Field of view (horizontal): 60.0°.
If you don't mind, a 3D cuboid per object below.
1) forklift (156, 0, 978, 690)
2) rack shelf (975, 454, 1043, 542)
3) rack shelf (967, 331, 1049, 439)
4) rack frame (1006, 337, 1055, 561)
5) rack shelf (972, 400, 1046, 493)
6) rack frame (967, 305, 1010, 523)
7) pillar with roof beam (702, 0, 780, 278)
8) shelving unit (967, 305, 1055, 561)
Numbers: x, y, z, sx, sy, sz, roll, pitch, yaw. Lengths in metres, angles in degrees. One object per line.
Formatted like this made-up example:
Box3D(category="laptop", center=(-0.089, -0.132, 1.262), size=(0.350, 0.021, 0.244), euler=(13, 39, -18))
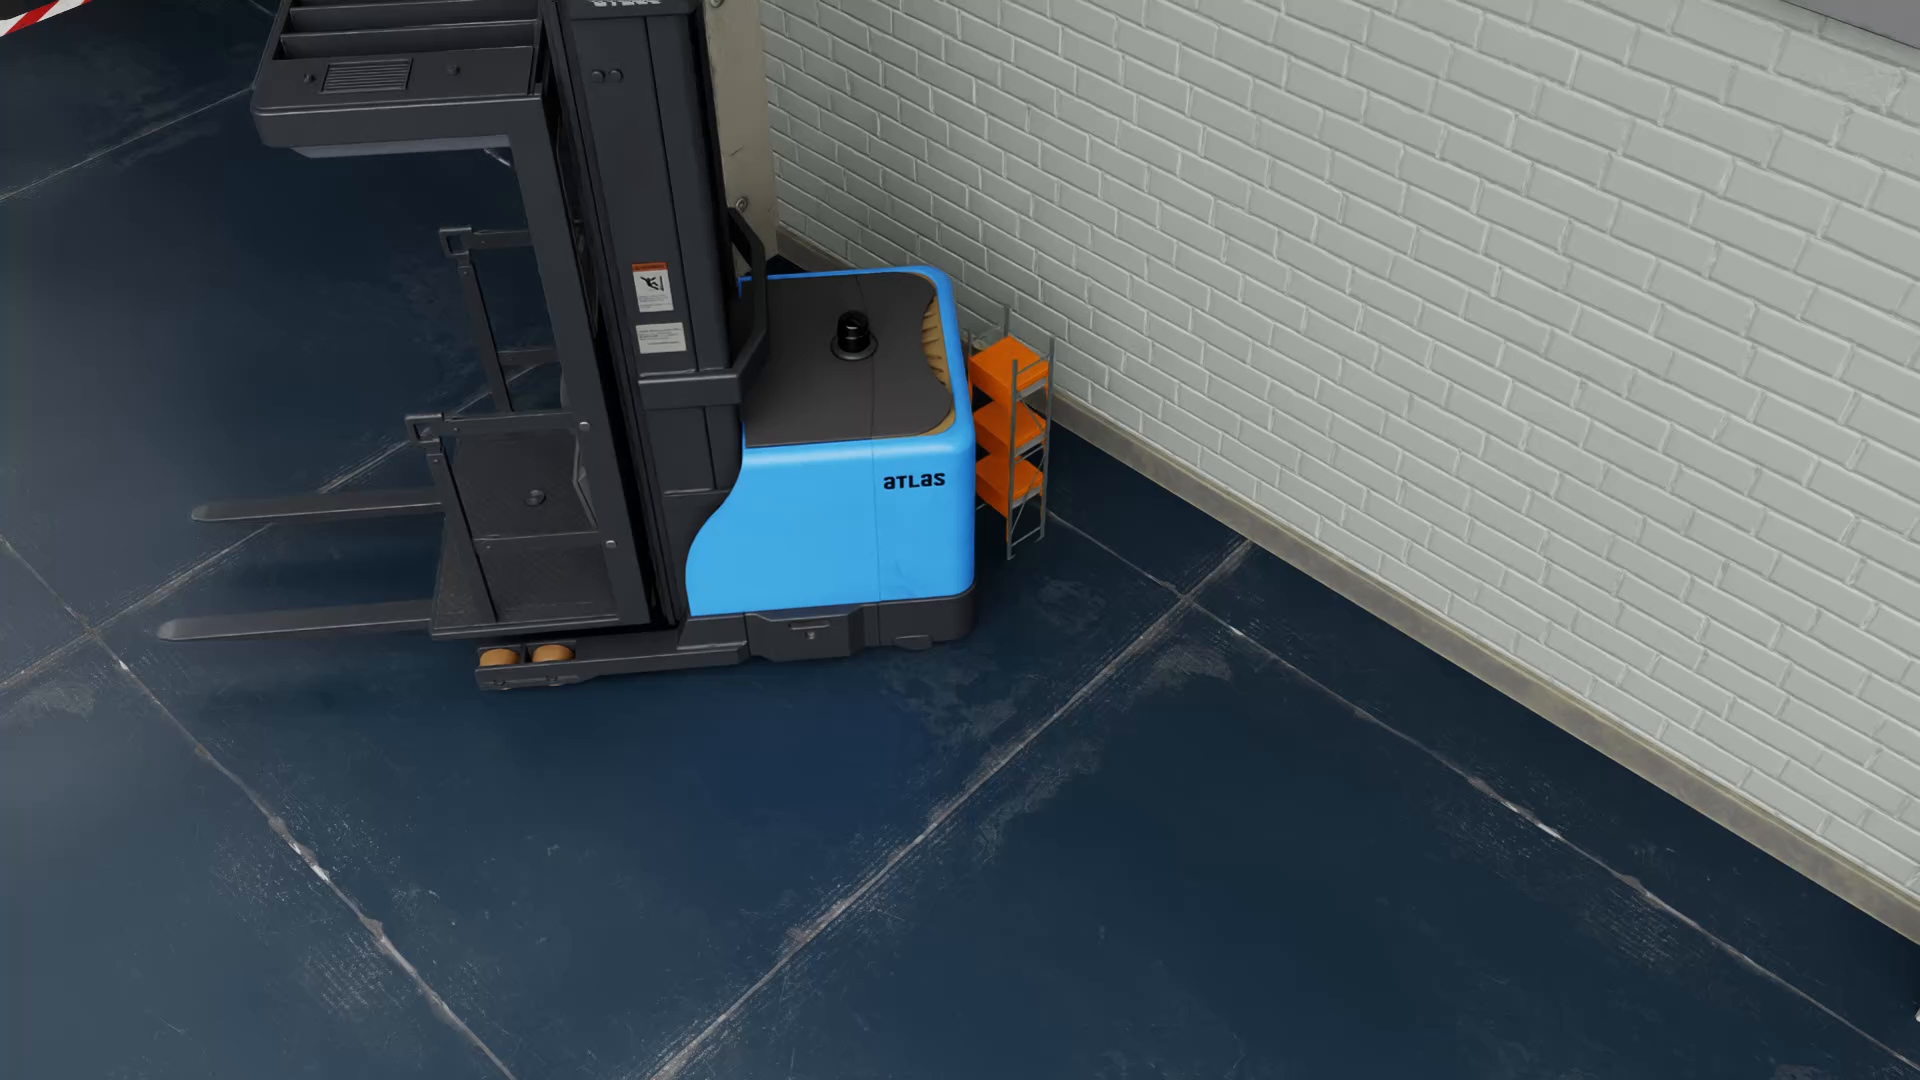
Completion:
Box3D(category="forklift", center=(-1.484, -0.849, 5.537), size=(3.031, 2.935, 1.130), euler=(-4, 47, -4))
Box3D(category="rack shelf", center=(0.185, -0.194, 6.608), size=(0.215, 0.259, 0.240), euler=(-32, 55, -27))
Box3D(category="rack shelf", center=(0.185, -0.579, 6.198), size=(0.215, 0.259, 0.240), euler=(-32, 55, -27))
Box3D(category="rack frame", center=(0.264, -0.324, 6.334), size=(0.200, 1.050, 0.008), euler=(-32, 55, -27))
Box3D(category="rack shelf", center=(0.185, -0.384, 6.405), size=(0.215, 0.259, 0.240), euler=(-32, 55, -27))
Box3D(category="rack frame", center=(0.105, -0.459, 6.461), size=(0.200, 1.050, 0.008), euler=(-32, 55, -27))
Box3D(category="pillar with roof beam", center=(-4.028, -2.197, 2.640), size=(0.400, 9.000, 9.100), euler=(34, 55, 28))
Box3D(category="shelving unit", center=(0.185, -0.392, 6.397), size=(0.215, 1.050, 0.252), euler=(-32, 55, -27))
